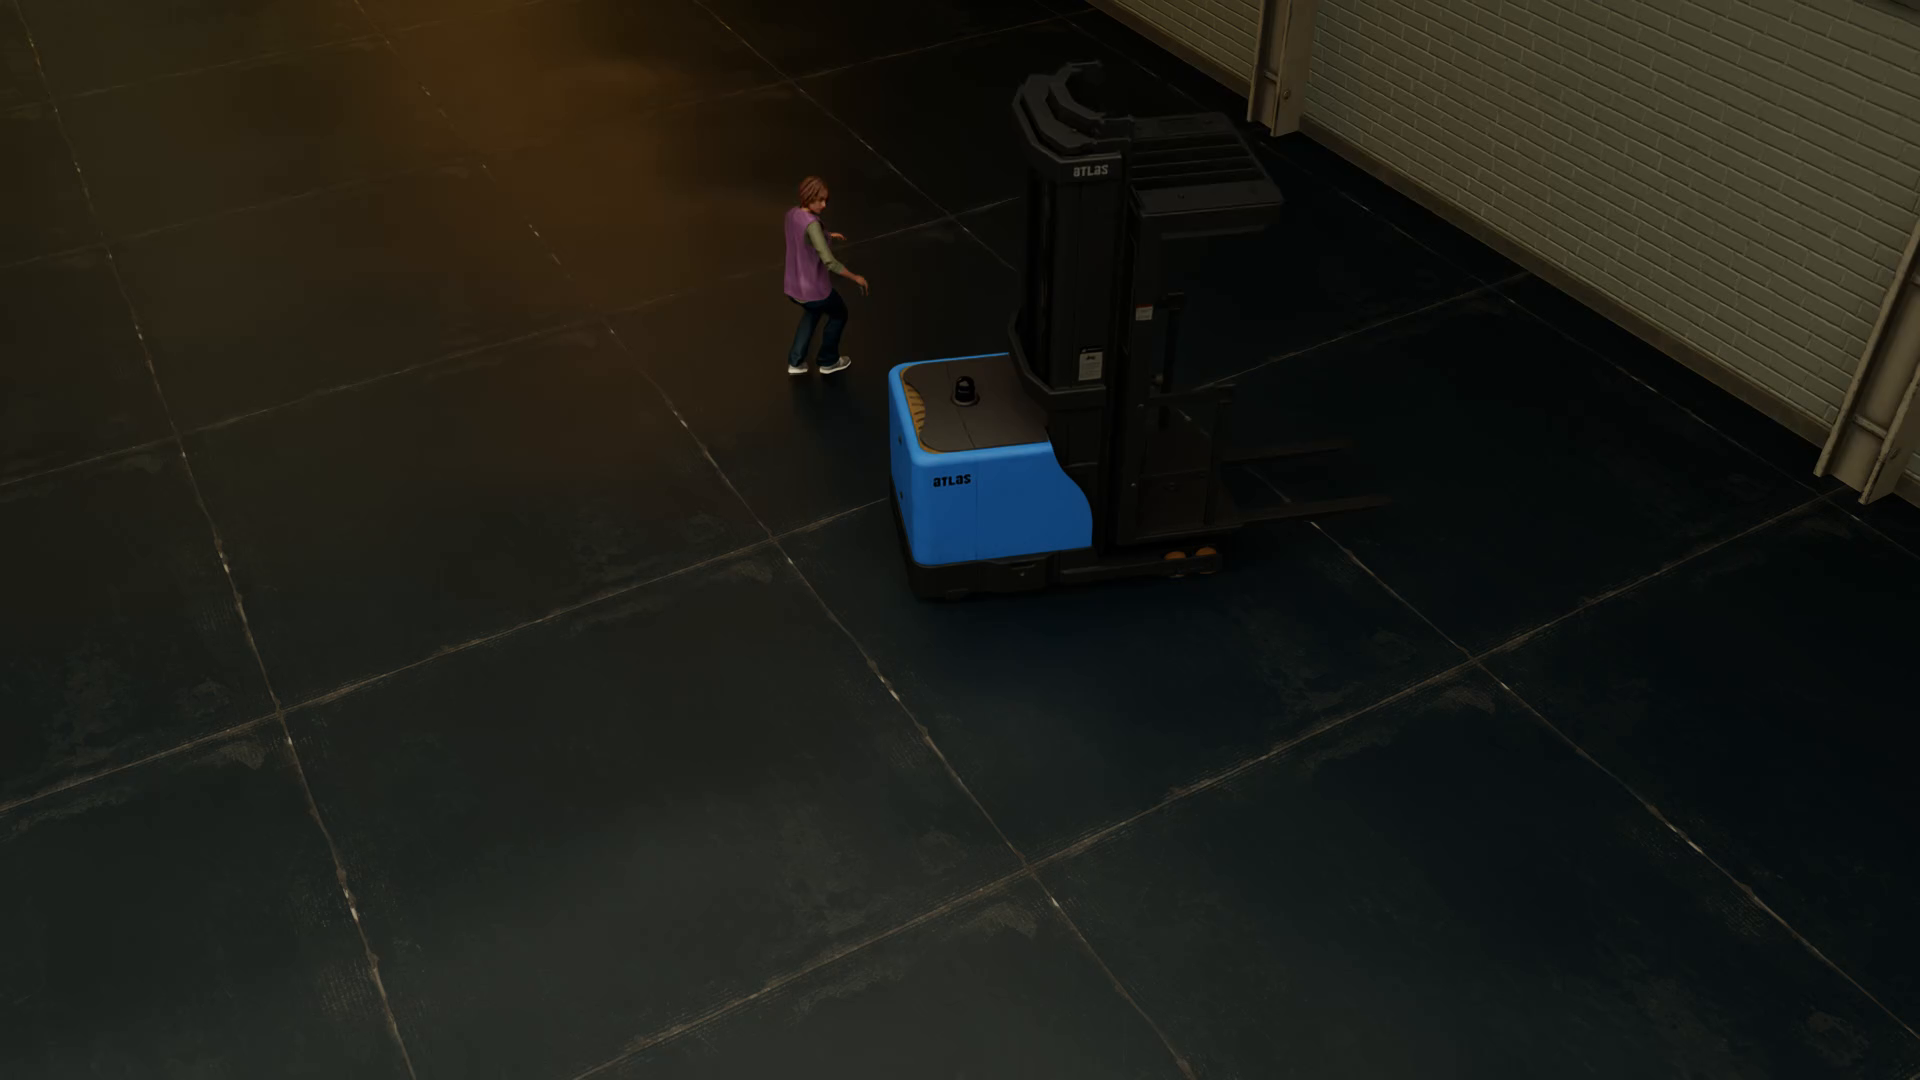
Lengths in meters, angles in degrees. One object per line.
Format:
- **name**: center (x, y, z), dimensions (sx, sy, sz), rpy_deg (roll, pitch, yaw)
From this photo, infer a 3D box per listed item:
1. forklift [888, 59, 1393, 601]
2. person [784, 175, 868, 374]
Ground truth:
- **forklift**: center (1.126, -1.223, 9.511), dimensions (3.031, 2.935, 1.130), rpy_deg (-7, 40, -8)
- **person**: center (-0.904, -1.782, 11.308), dimensions (0.665, 1.505, 0.694), rpy_deg (-32, 49, -33)
